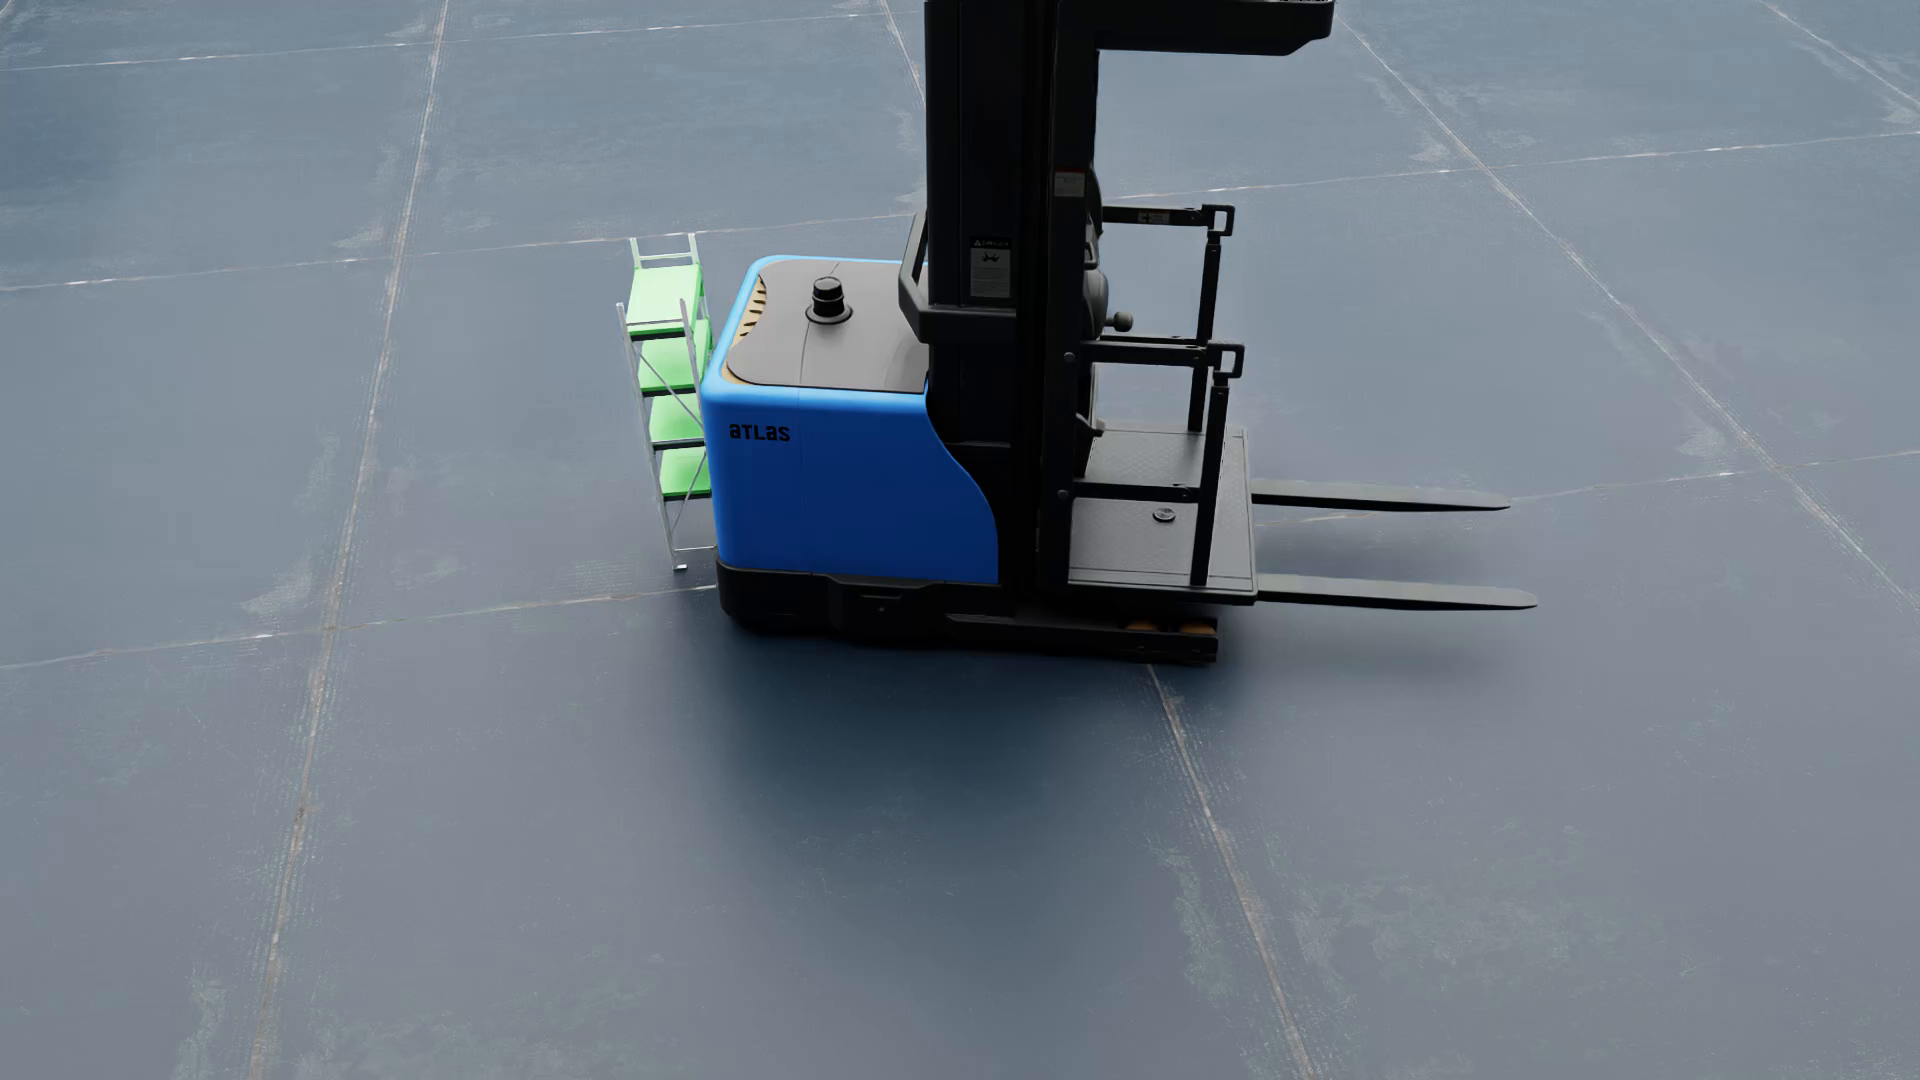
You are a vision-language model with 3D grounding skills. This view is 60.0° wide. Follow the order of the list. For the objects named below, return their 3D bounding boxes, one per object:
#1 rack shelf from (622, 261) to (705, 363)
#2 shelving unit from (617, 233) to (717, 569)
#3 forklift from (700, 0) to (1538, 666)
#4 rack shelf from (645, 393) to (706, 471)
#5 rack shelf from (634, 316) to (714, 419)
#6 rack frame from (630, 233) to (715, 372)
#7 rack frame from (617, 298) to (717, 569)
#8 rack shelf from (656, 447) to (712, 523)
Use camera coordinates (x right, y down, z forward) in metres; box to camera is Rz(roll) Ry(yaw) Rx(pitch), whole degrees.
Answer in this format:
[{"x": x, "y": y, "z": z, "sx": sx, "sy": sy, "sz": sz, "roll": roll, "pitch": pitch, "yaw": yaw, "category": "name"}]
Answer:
[{"x": -1.095, "y": -0.846, "z": 6.172, "sx": 0.258, "sy": 0.148, "sz": 0.480, "roll": -5, "pitch": 38, "yaw": -1, "category": "rack shelf"}, {"x": -1.071, "y": -0.519, "z": 6.428, "sx": 0.258, "sy": 1.200, "sz": 0.503, "roll": -5, "pitch": 38, "yaw": -1, "category": "shelving unit"}, {"x": 0.639, "y": -1.036, "z": 5.695, "sx": 3.031, "sy": 2.935, "sz": 1.130, "roll": 3, "pitch": 38, "yaw": 4, "category": "forklift"}, {"x": -1.067, "y": -0.468, "z": 6.467, "sx": 0.258, "sy": 0.148, "sz": 0.480, "roll": -5, "pitch": 38, "yaw": -1, "category": "rack shelf"}, {"x": -1.081, "y": -0.657, "z": 6.319, "sx": 0.258, "sy": 0.148, "sz": 0.480, "roll": -5, "pitch": 38, "yaw": -1, "category": "rack shelf"}, {"x": -1.085, "y": -0.668, "z": 6.620, "sx": 0.240, "sy": 1.200, "sz": 0.015, "roll": -5, "pitch": 38, "yaw": -1, "category": "rack frame"}, {"x": -1.056, "y": -0.369, "z": 6.235, "sx": 0.240, "sy": 1.200, "sz": 0.015, "roll": -5, "pitch": 38, "yaw": -1, "category": "rack frame"}, {"x": -1.053, "y": -0.280, "z": 6.614, "sx": 0.258, "sy": 0.148, "sz": 0.480, "roll": -5, "pitch": 38, "yaw": -1, "category": "rack shelf"}]
